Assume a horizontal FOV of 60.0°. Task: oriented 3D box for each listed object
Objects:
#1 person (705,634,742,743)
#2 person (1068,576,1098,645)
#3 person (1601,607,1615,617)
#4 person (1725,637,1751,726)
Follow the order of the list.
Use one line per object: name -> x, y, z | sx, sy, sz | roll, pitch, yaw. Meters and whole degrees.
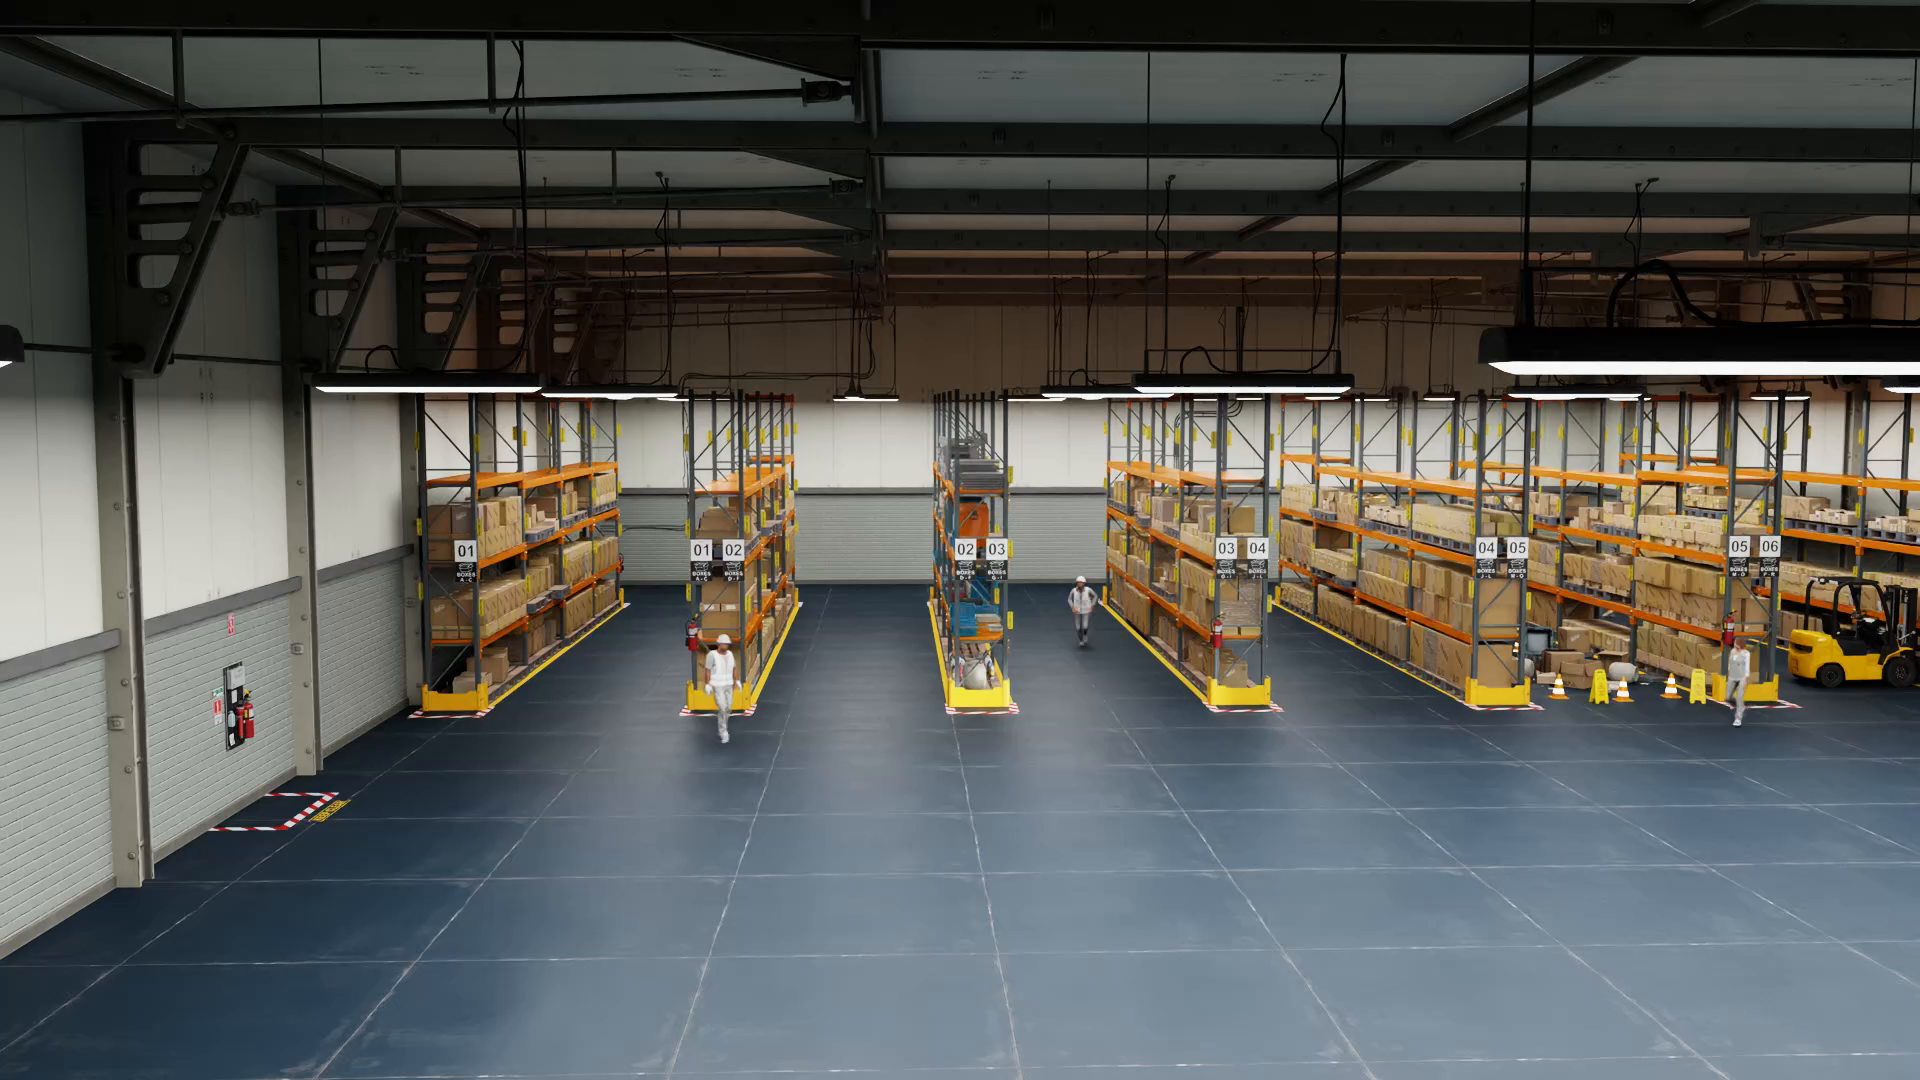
person -> -4.007, 2.538, 28.410 | 0.592, 1.833, 0.581 | 4, 6, 44
person -> 2.904, 1.676, 39.319 | 0.701, 1.686, 0.718 | 1, 5, 9
person -> 17.446, 1.242, 44.745 | 0.481, 1.673, 0.407 | -4, 6, -39
person -> 13.907, 2.546, 29.644 | 0.511, 1.485, 0.404 | -4, 6, -42
